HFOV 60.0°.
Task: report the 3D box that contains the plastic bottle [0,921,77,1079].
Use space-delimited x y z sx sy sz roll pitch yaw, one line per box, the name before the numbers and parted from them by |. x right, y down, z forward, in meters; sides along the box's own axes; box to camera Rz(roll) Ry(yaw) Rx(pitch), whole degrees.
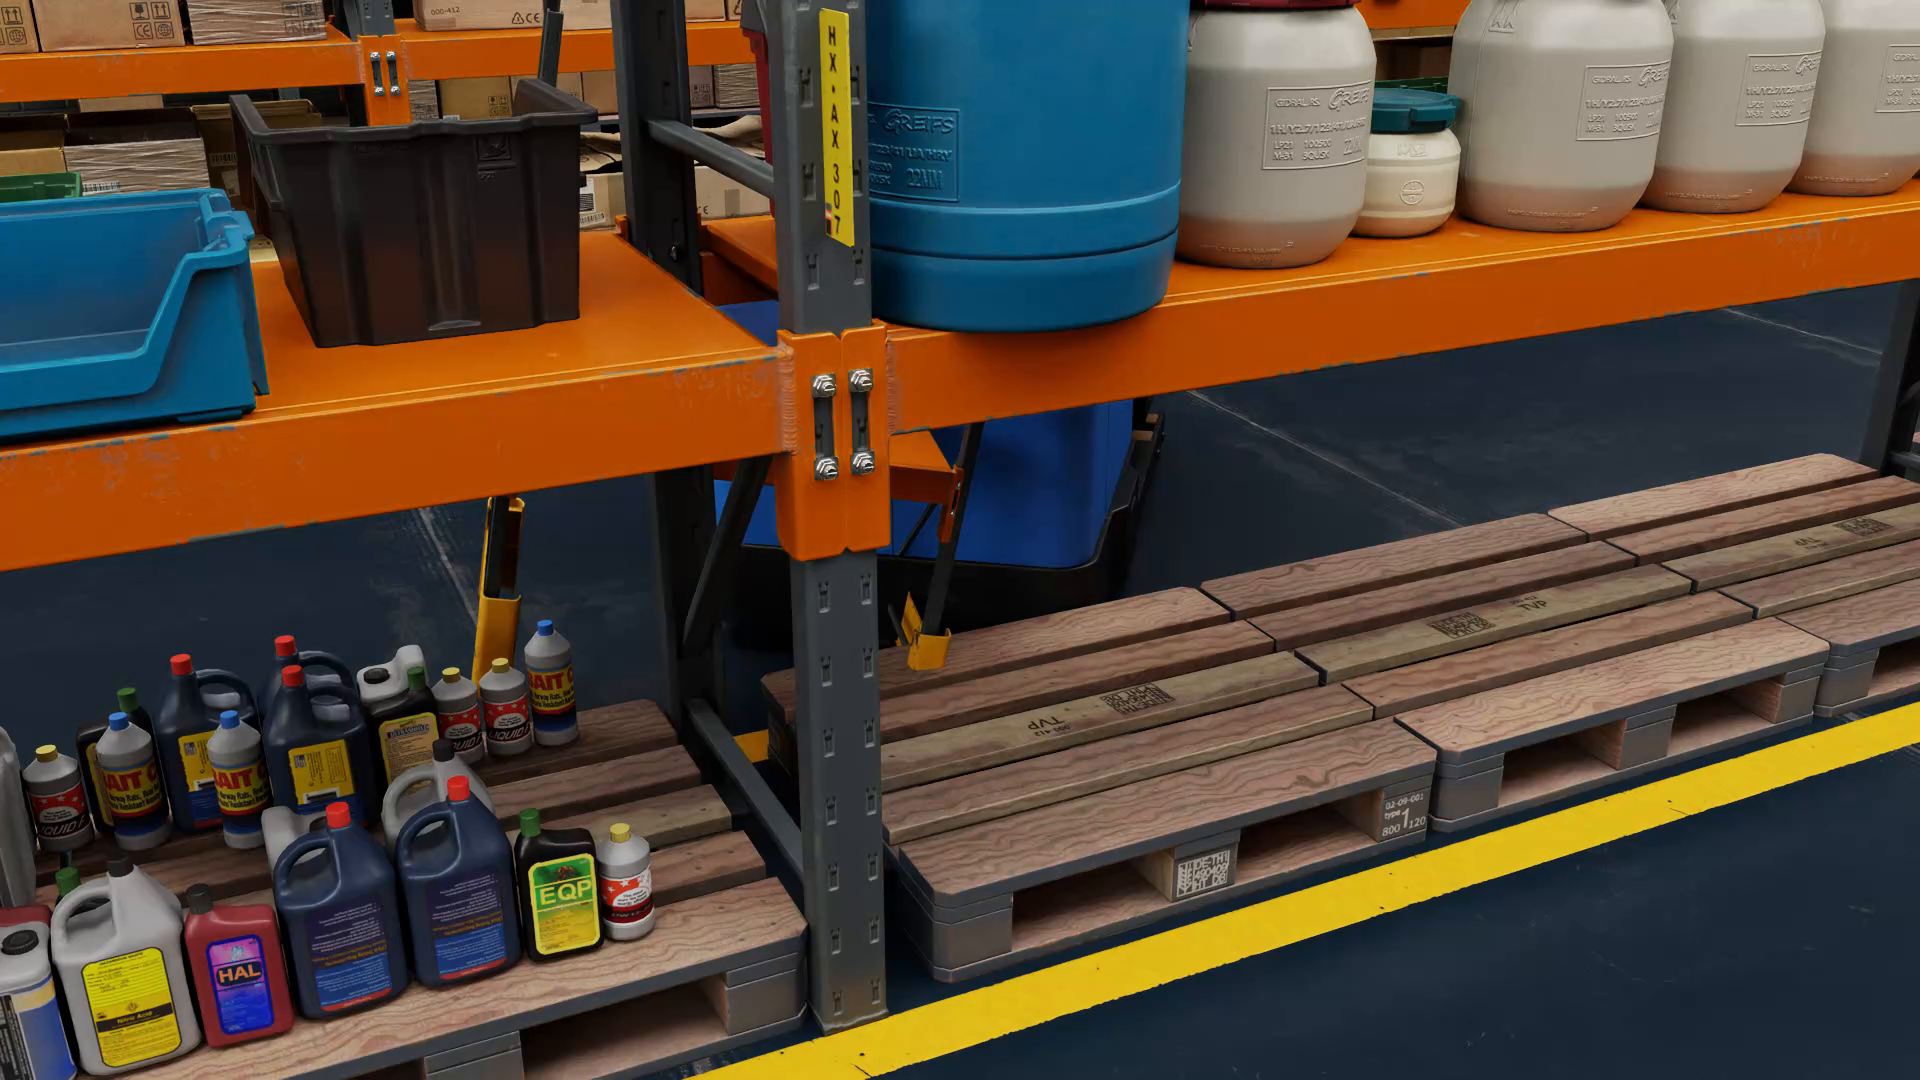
plastic bottle | -1.474 0.715 2.587 0.135 0.276 0.152 -10 24 -23

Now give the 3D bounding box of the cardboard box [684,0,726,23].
cardboard box | -1.378 -2.620 7.528 0.500 0.500 0.500 -9 24 -20

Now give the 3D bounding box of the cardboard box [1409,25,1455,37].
cardboard box | 4.141 -4.693 15.385 0.500 0.500 0.700 -10 24 -22

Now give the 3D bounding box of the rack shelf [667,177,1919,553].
rack shelf | 1.396 -0.657 3.855 4.000 0.370 1.077 -10 25 -24

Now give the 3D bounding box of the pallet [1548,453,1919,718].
pallet | 2.483 0.083 4.774 1.213 0.211 1.003 -10 25 -24

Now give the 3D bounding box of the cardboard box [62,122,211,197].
cardboard box | -3.330 -1.404 6.785 0.500 0.500 0.500 -10 25 -24

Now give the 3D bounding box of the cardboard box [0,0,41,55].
cardboard box | -3.875 -2.164 6.425 0.500 0.500 0.700 -10 25 -23

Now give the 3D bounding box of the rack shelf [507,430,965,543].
rack shelf | -0.540 -0.231 3.927 1.000 0.185 0.538 6 23 -16

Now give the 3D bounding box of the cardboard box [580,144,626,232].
cardboard box | -1.618 -1.612 7.534 0.500 0.311 0.500 -11 25 -24

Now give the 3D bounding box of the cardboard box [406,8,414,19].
cardboard box | -3.652 -3.668 11.903 0.500 0.250 0.500 -11 25 -25

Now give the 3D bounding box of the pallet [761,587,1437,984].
pallet | 0.284 0.487 3.796 1.213 0.211 1.003 -10 25 -24

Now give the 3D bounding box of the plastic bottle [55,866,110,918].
plastic bottle | -1.393 0.655 2.722 0.133 0.283 0.061 -10 25 -24

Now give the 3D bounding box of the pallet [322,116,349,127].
pallet | -4.002 -2.913 12.011 1.213 0.211 1.003 -10 25 -24

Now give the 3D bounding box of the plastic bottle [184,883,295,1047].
plastic bottle | -1.163 0.674 2.677 0.133 0.283 0.061 -9 24 -20

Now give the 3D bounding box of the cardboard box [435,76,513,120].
cardboard box | -3.603 -3.351 12.116 0.500 0.500 0.700 -11 25 -25

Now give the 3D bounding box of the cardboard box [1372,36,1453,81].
cardboard box | 2.763 -2.841 9.905 0.500 0.250 0.500 -11 25 -25

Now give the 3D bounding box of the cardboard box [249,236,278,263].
cardboard box | -2.874 -1.136 7.119 0.500 0.250 0.500 -10 25 -24

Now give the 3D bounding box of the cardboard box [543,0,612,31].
cardboard box | -1.664 -2.325 7.274 0.250 0.149 0.380 -10 25 -24

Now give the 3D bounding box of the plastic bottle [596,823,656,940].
plastic bottle | -0.598 0.600 2.962 0.097 0.201 0.097 0 22 0

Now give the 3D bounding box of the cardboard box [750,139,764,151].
cardboard box | -0.686 -1.786 7.955 0.500 0.311 0.500 -10 24 -22

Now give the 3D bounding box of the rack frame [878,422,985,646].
rack frame | -0.019 -0.344 4.004 0.032 1.500 0.500 6 23 -16

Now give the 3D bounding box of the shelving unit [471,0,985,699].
shelving unit | -0.495 -0.393 3.863 1.083 1.500 0.587 6 23 -16

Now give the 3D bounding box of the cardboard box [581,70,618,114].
cardboard box | -2.675 -3.508 12.497 0.500 0.500 0.700 -11 25 -24

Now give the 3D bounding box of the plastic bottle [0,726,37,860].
plastic bottle | -1.867 0.456 3.115 0.185 0.351 0.144 -11 25 -24

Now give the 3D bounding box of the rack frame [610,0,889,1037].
rack frame | -0.406 -0.657 2.916 0.127 3.000 1.000 -10 25 -24

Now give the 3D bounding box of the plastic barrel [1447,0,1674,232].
plastic barrel | 1.212 -0.925 3.385 0.433 0.535 0.433 0 22 0

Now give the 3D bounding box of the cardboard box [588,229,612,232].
cardboard box | -1.619 -1.354 7.646 0.500 0.250 0.500 -10 24 -22

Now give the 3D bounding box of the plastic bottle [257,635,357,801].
plastic bottle | -1.314 0.354 3.361 0.185 0.351 0.144 -10 24 -22

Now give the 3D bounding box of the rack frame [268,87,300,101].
rack frame | -4.703 -4.072 11.164 0.127 3.000 1.000 -10 25 -24

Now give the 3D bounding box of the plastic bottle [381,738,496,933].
plastic bottle | -0.924 0.520 2.961 0.185 0.351 0.144 -10 25 -24

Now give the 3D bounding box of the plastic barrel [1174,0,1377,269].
plastic barrel | 0.551 -0.803 3.091 0.433 0.535 0.433 0 22 0

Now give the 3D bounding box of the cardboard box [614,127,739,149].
cardboard box | -1.394 -1.884 8.193 0.500 0.311 0.500 -11 25 -24

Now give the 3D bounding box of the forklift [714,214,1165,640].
forklift | 0.124 -1.589 5.256 1.130 2.935 3.031 4 23 11

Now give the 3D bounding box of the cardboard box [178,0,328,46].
cardboard box | -2.948 -2.335 6.839 0.500 0.500 0.700 -11 25 -25

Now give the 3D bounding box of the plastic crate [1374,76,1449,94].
plastic crate | 1.040 -0.946 3.890 0.662 0.188 0.450 -10 25 -24

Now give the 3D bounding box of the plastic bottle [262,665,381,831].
plastic bottle | -1.251 0.404 3.241 0.185 0.351 0.144 -10 25 -24

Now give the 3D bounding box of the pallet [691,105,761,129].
pallet | -1.804 -3.318 12.989 1.213 0.211 1.003 -10 25 -24

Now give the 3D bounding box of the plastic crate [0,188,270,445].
plastic crate | -1.286 -0.311 2.275 0.616 0.251 0.499 -10 25 -24

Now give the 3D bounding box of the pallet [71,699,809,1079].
pallet | -1.030 0.728 3.215 1.213 0.211 1.003 -10 25 -24

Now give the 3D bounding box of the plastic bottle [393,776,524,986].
plastic bottle | -0.862 0.569 2.841 0.185 0.351 0.144 -11 25 -25

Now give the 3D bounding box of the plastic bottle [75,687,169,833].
plastic bottle | -1.651 0.430 3.266 0.133 0.283 0.061 -9 24 -21

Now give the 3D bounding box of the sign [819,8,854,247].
sign | -0.178 -0.594 2.401 0.005 0.325 0.100 -10 25 -24

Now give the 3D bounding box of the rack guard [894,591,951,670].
rack guard | -0.146 0.223 4.235 0.087 0.250 0.587 6 23 -16

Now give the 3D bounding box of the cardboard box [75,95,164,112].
cardboard box | -5.621 -2.934 11.109 0.500 0.500 0.500 -12 26 -28

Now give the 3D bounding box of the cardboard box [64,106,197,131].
cardboard box | -3.552 -1.580 7.212 0.500 0.500 0.500 -10 25 -24

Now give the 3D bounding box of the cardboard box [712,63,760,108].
cardboard box | -1.725 -3.646 12.829 0.500 0.500 0.700 -10 25 -23

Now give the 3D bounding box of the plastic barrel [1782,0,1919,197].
plastic barrel | 1.984 -1.058 3.739 0.421 0.512 0.421 0 22 0

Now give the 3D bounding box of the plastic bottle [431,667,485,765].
plastic bottle | -1.067 0.368 3.523 0.097 0.201 0.097 0 22 0

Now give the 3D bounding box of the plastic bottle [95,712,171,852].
plastic bottle | -1.600 0.459 3.210 0.097 0.271 0.097 0 22 0

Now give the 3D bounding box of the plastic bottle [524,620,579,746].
plastic bottle | -0.884 0.302 3.591 0.097 0.271 0.097 0 22 0

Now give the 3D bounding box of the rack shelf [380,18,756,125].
rack shelf | -0.749 -2.364 7.981 4.000 0.370 1.077 -10 25 -24
